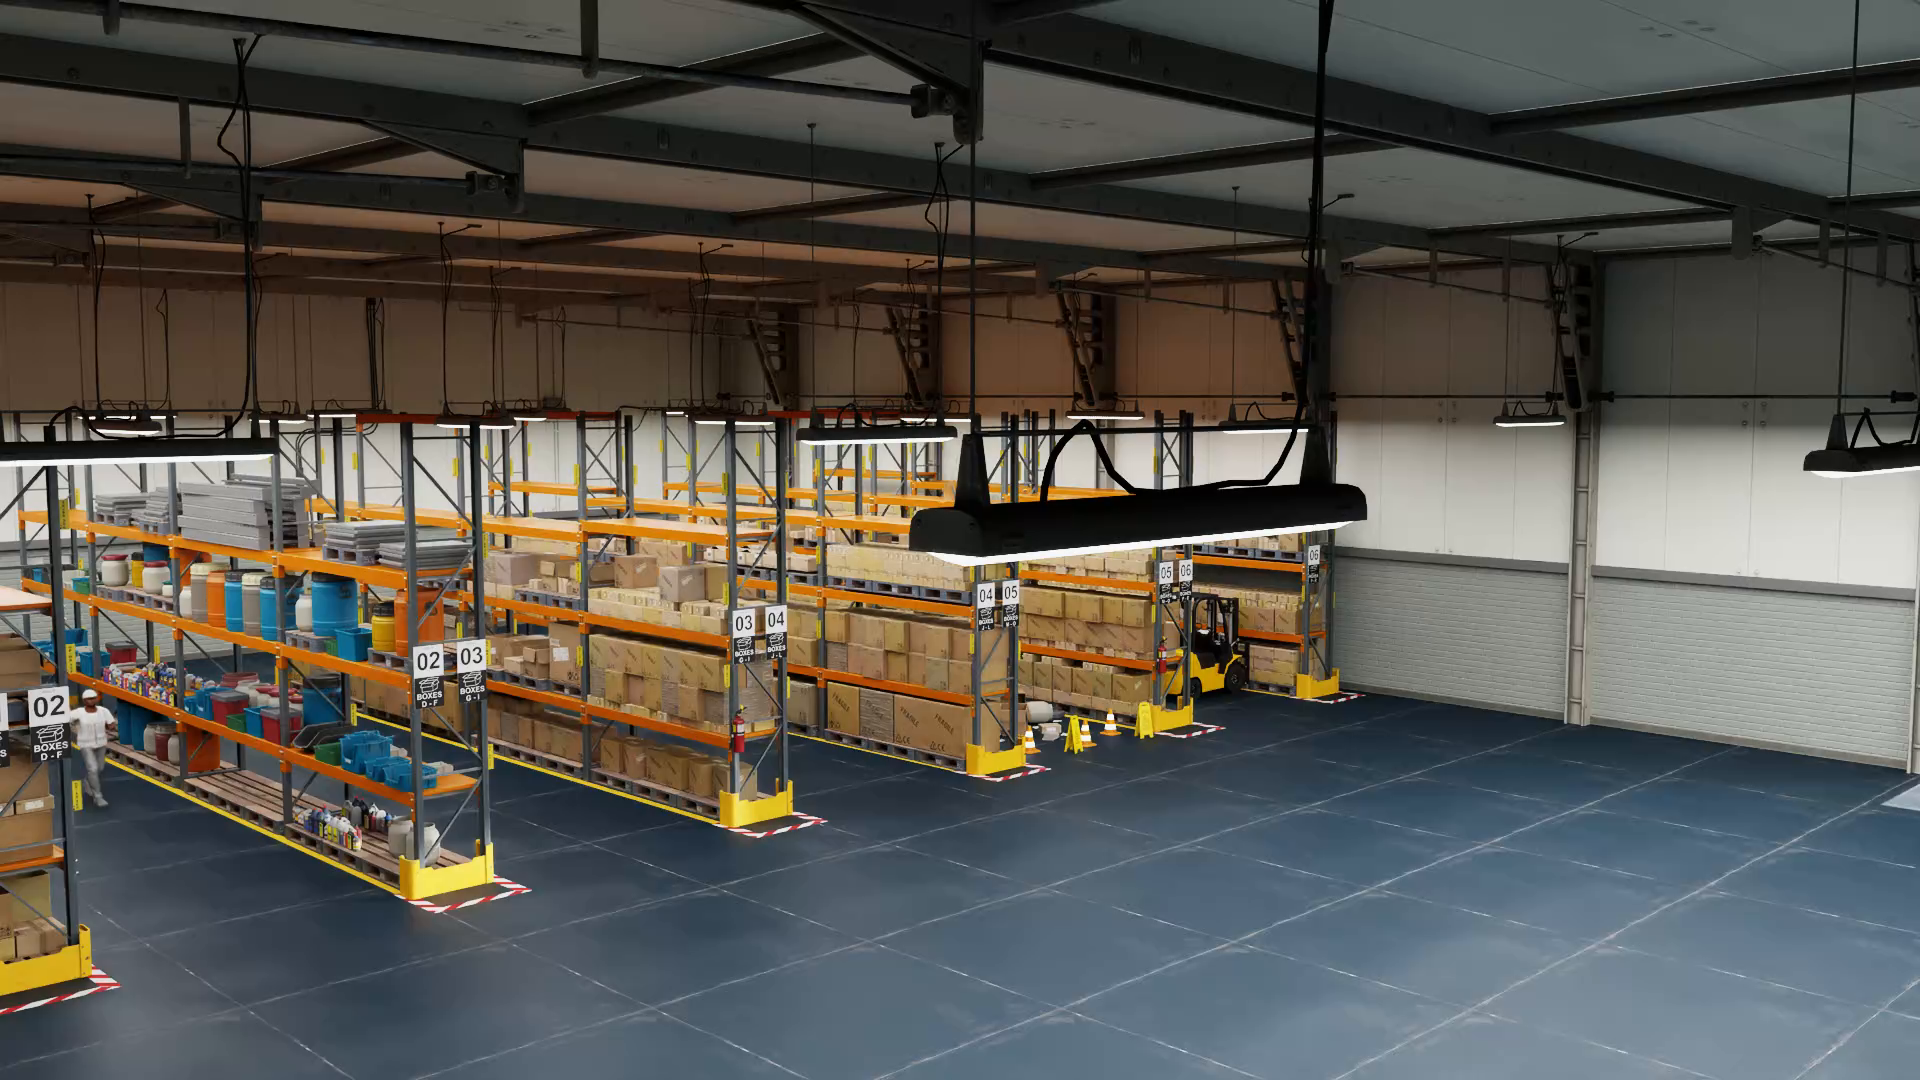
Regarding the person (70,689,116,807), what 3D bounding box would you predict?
[{"bbox_3d":[-13.434,3.185,25.753,0.989,1.754,0.700,4,6,37],"label":"person"}]
